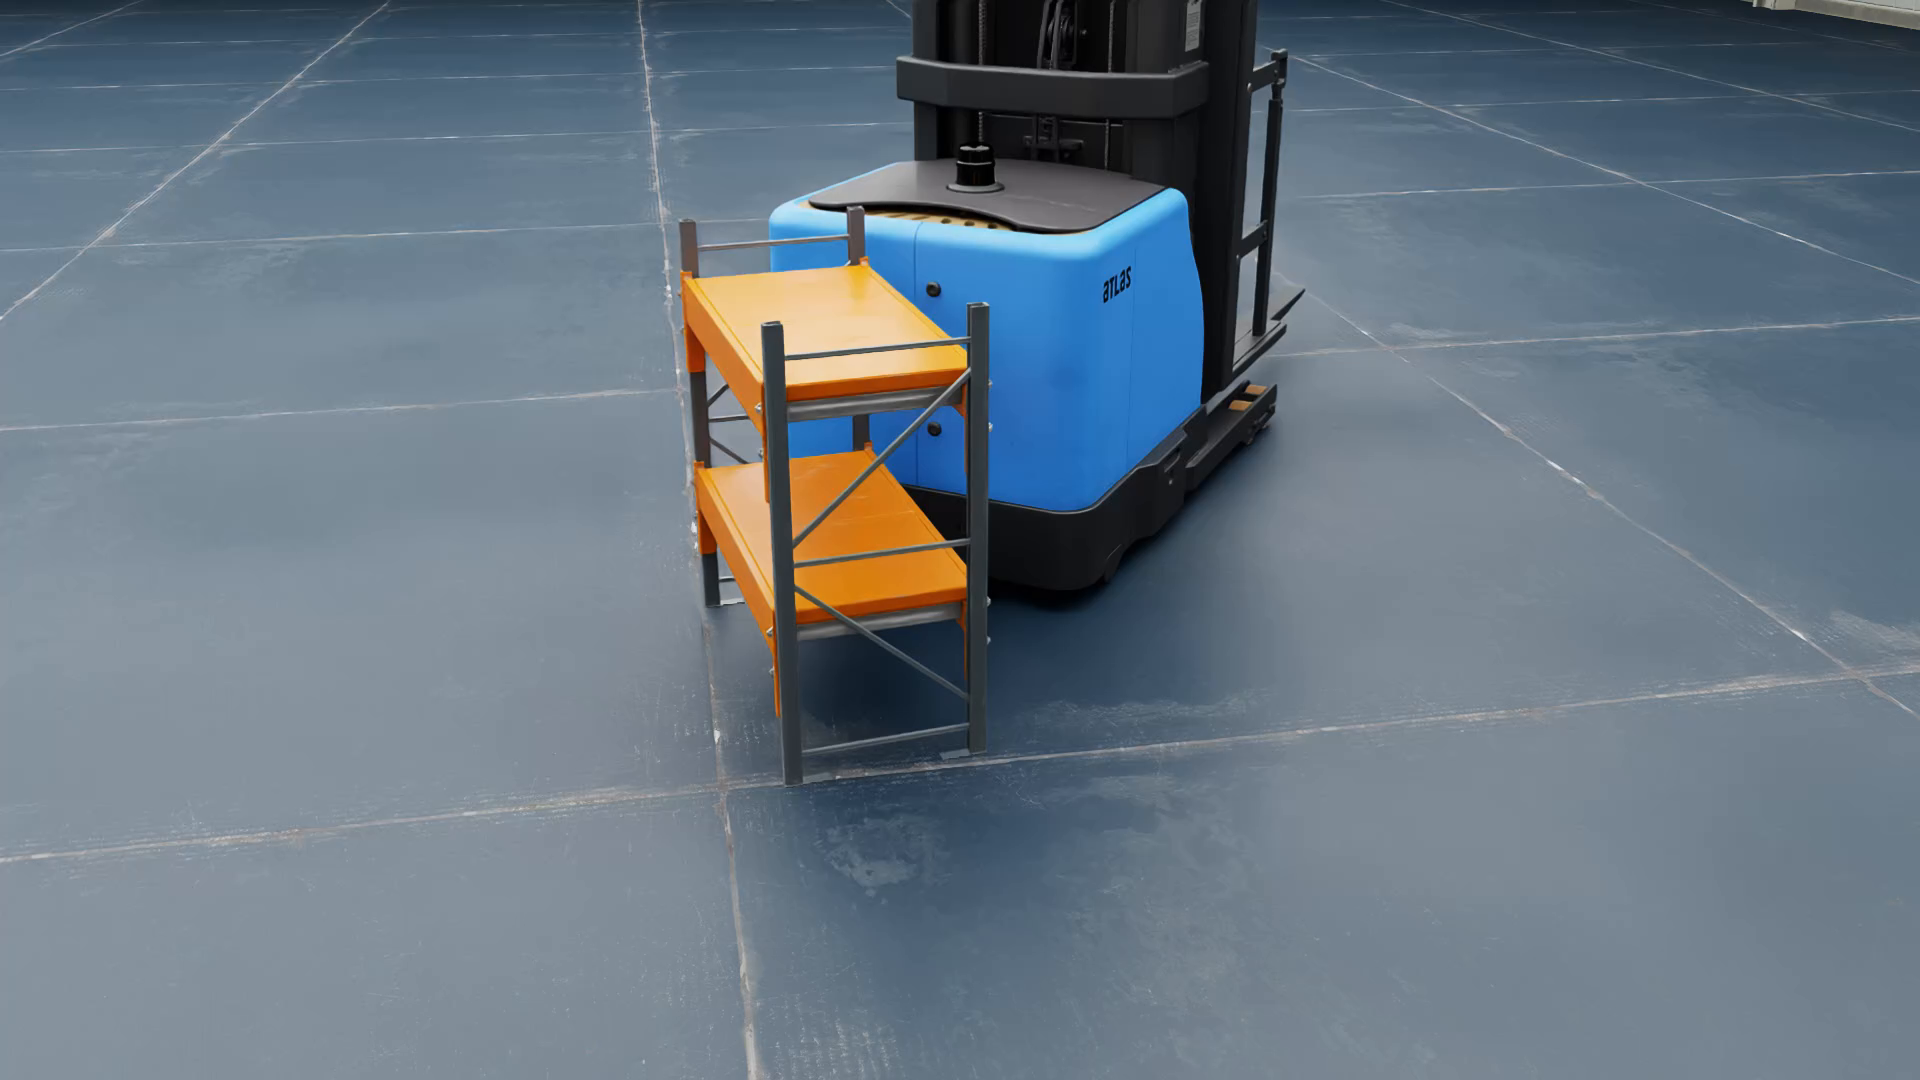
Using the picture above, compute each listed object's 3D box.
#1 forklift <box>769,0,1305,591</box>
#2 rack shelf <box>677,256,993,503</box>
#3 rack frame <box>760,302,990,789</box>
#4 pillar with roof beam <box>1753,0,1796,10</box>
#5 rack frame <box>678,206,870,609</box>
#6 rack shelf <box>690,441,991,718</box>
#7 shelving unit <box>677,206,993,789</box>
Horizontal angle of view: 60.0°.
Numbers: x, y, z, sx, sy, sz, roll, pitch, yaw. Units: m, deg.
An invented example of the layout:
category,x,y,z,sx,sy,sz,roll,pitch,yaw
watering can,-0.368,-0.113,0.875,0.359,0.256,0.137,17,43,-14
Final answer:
category,x,y,z,sx,sy,sz,roll,pitch,yaw
forklift,0.531,-1.754,5.604,1.130,2.935,3.031,11,26,24
rack shelf,-0.338,-0.429,4.094,0.538,0.278,1.000,-8,25,-17
rack frame,-0.177,0.033,3.770,0.500,1.125,0.032,-8,25,-17
pillar with roof beam,5.395,-10.096,17.123,9.100,9.000,0.400,-4,24,-10
rack frame,-0.500,-0.353,4.653,0.500,1.125,0.032,-8,25,-17
rack shelf,-0.338,0.064,4.309,0.538,0.278,1.000,-8,25,-17
shelving unit,-0.338,-0.160,4.212,0.538,1.125,1.048,-8,25,-17
